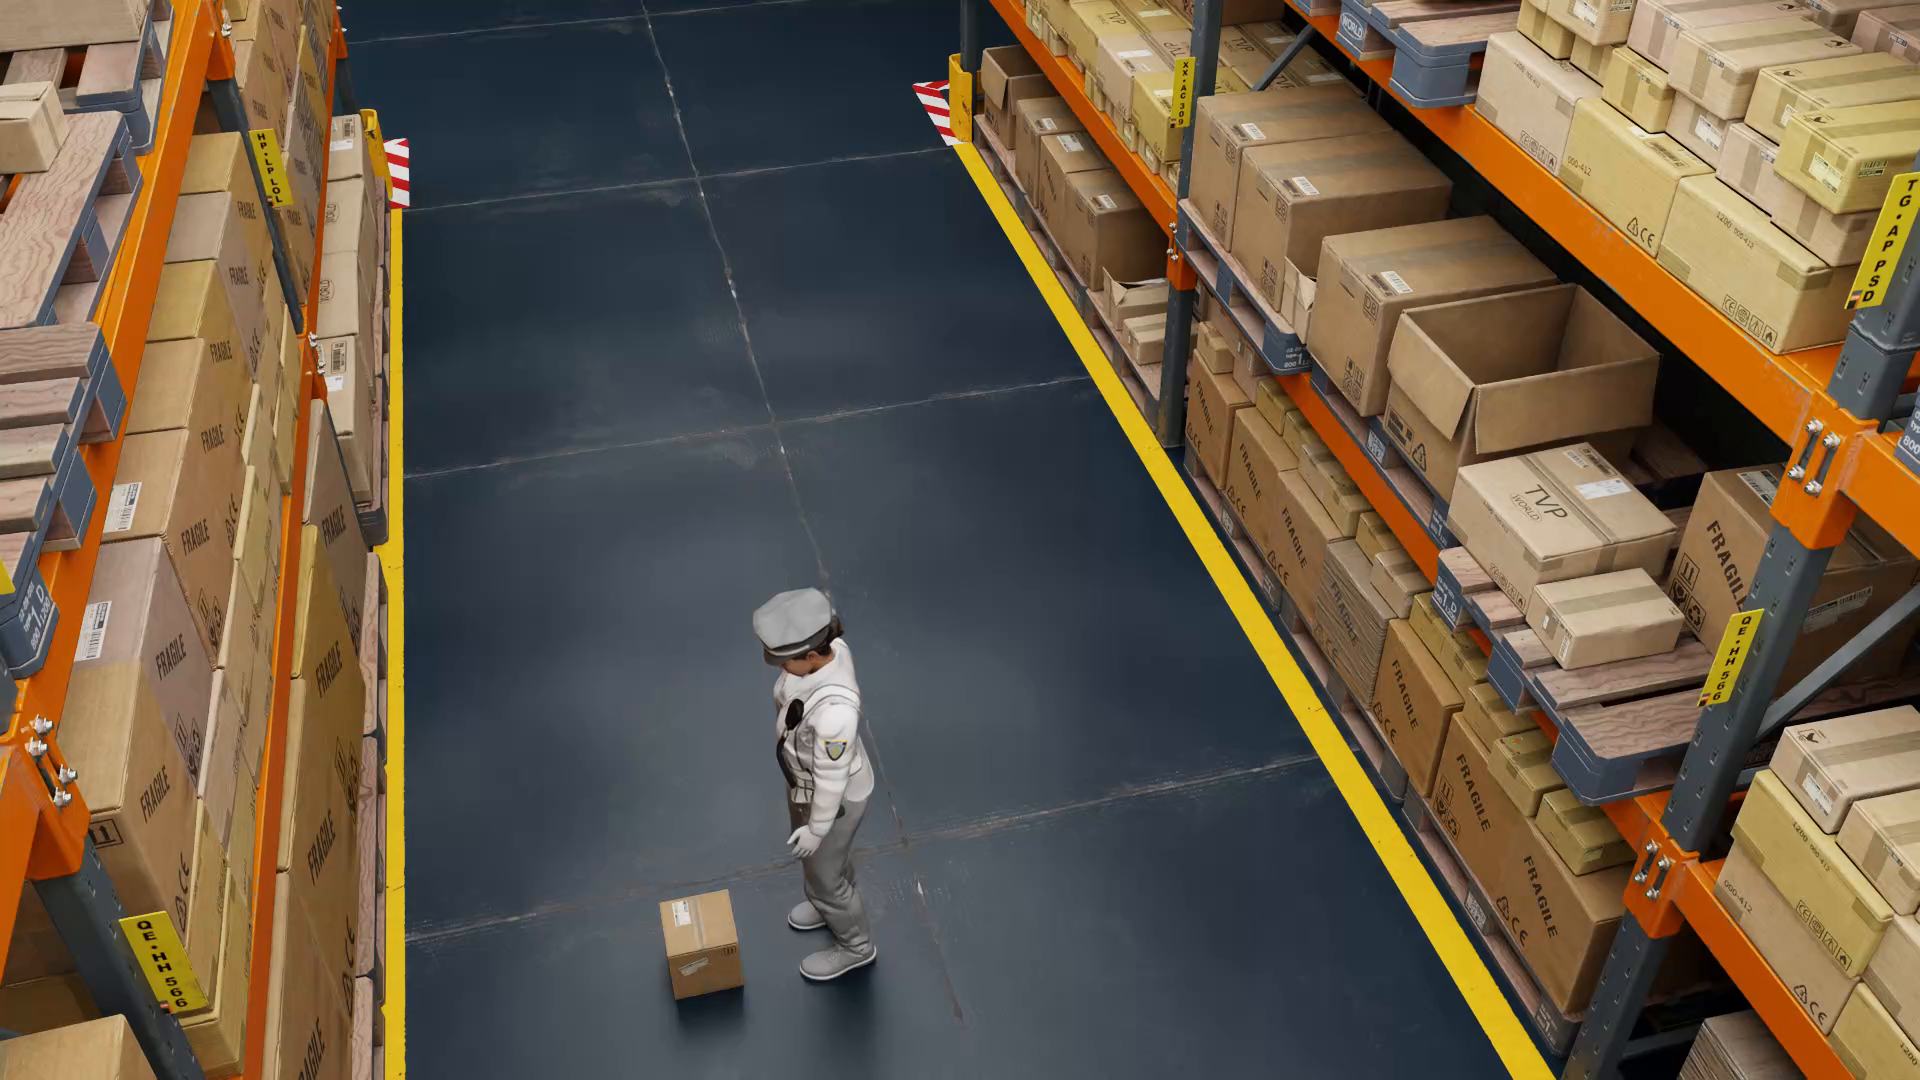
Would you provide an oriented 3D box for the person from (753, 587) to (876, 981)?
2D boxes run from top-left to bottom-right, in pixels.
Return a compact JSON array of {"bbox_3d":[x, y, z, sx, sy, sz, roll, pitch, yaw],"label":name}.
[{"bbox_3d":[-0.469,0.853,5.651,0.352,1.657,0.479,-9,39,-11],"label":"person"}]
